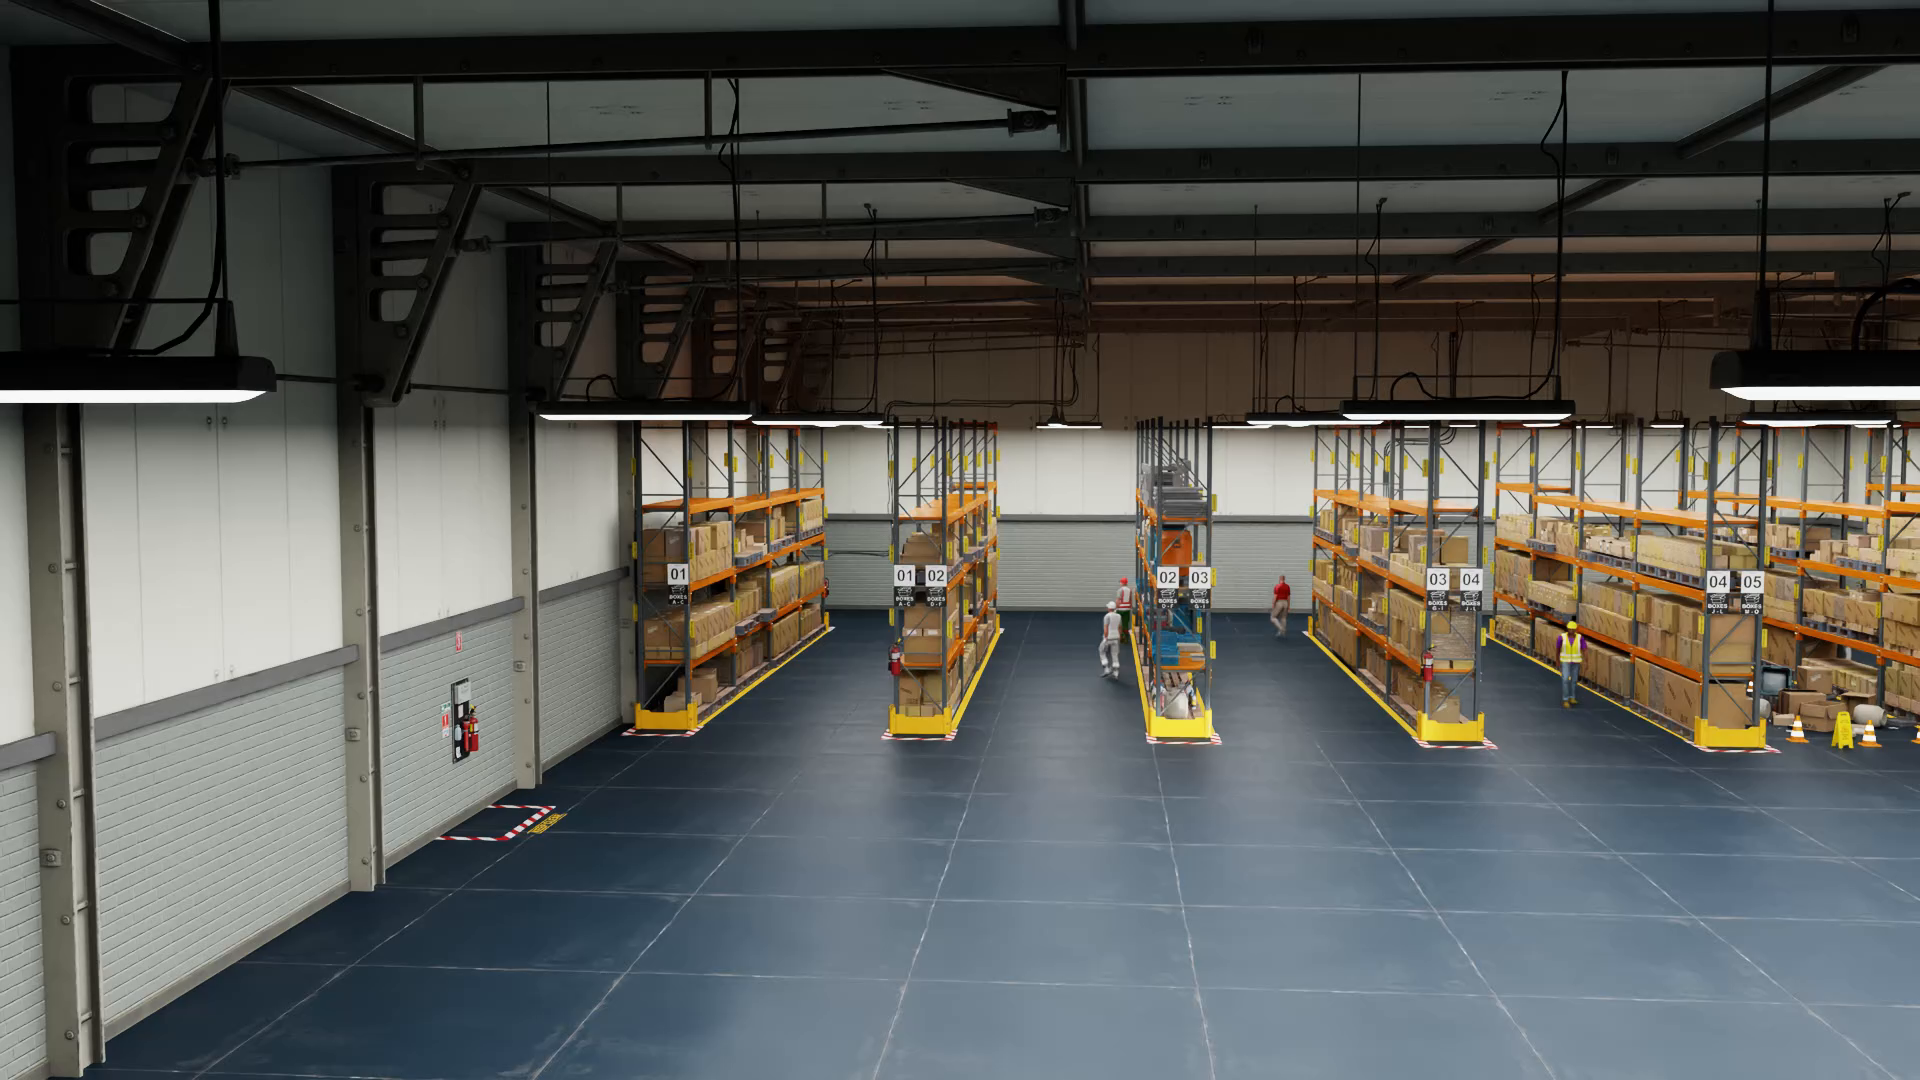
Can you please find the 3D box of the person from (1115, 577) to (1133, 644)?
[{"bbox_3d":[4.431,1.905,44.844,0.598,1.791,0.485,-2,4,-33],"label":"person"}]

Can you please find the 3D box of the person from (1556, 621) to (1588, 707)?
[{"bbox_3d":[12.775,2.574,34.711,0.622,1.775,0.705,1,4,15],"label":"person"}]

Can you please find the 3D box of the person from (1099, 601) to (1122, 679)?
[{"bbox_3d":[3.515,2.315,38.490,0.560,1.785,0.535,-2,4,-22],"label":"person"}]

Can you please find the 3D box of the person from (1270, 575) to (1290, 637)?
[{"bbox_3d":[8.933,1.839,46.206,0.569,1.725,0.515,-2,4,-27],"label":"person"}]

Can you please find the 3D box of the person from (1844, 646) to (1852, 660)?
[{"bbox_3d":[21.390,2.265,40.284,0.495,1.669,0.534,0,4,3],"label":"person"}]
